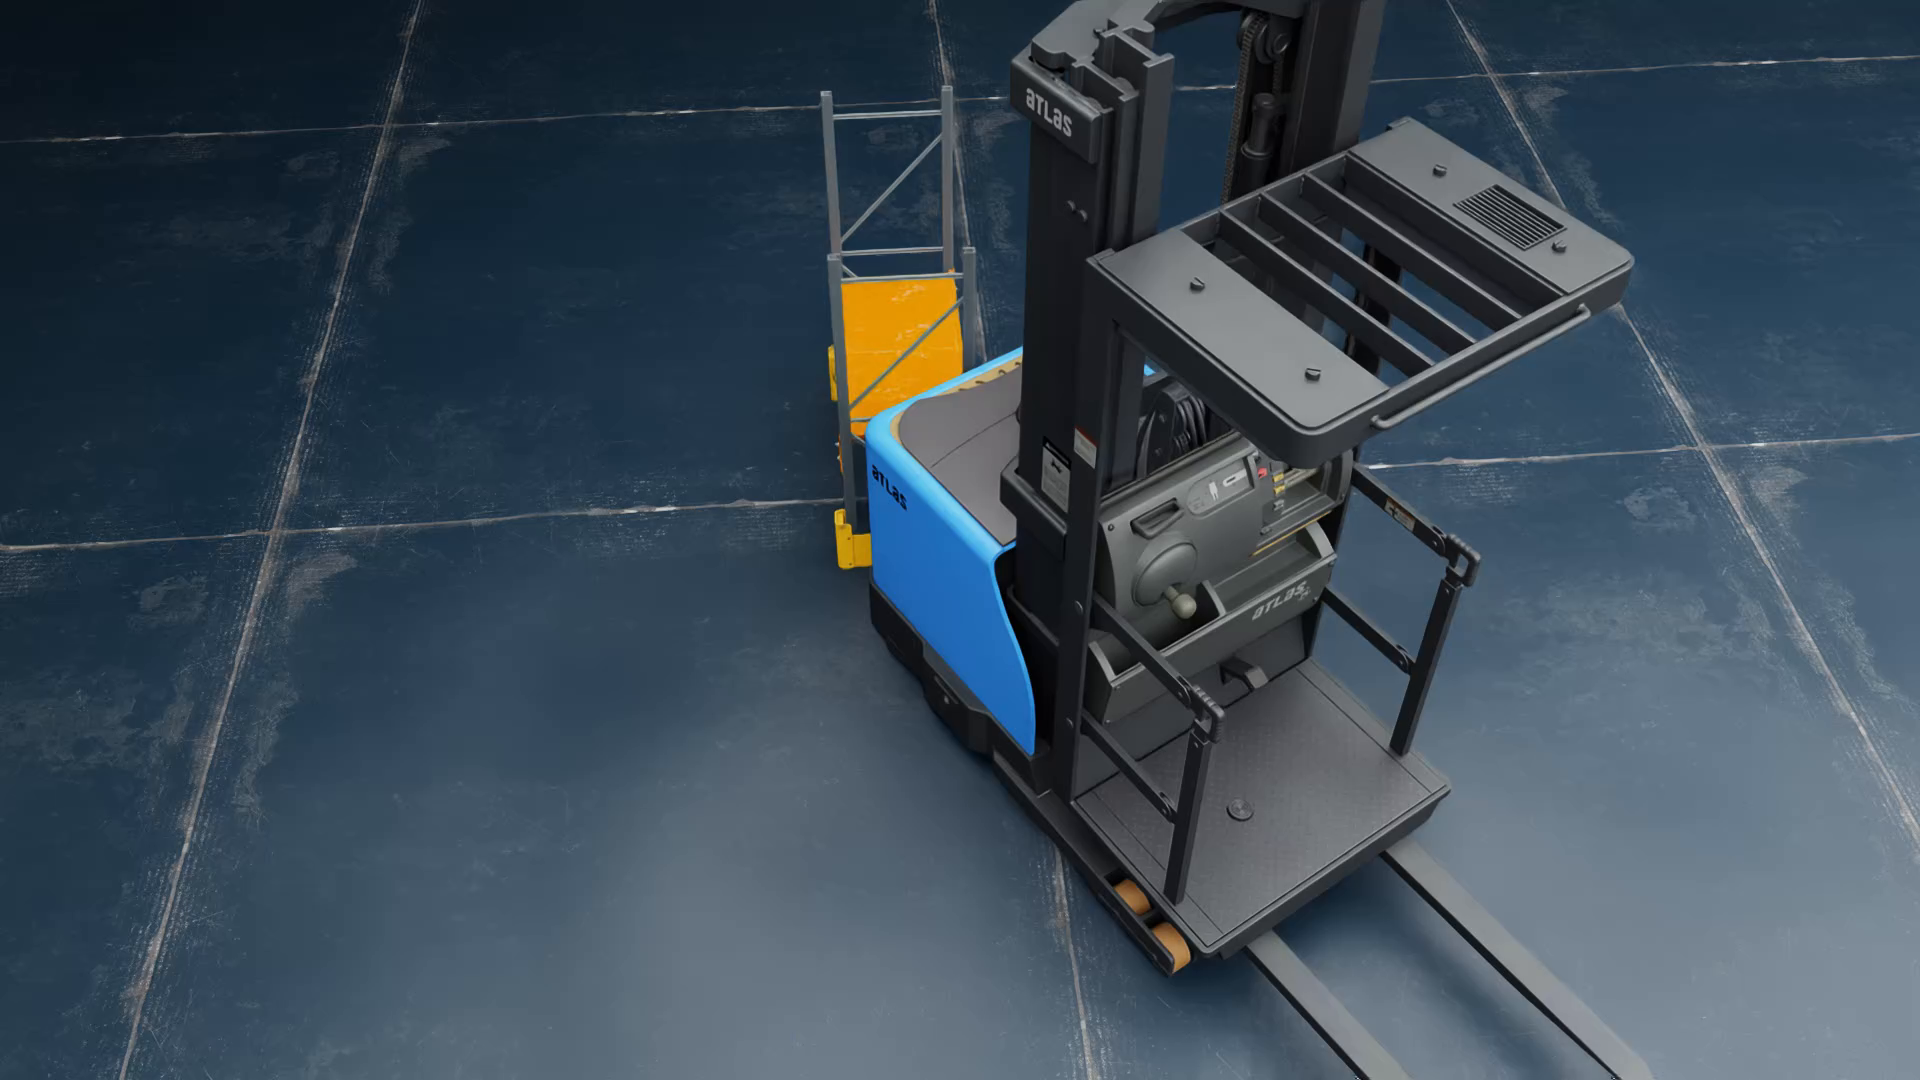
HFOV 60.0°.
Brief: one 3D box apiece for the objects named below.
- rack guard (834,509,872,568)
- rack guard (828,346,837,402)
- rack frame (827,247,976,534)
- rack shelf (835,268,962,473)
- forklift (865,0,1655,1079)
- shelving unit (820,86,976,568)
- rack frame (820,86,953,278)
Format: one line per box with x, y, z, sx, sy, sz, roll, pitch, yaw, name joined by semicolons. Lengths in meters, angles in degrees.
-0.197;-0.020;6.597;0.587;0.250;0.087;-3;47;-3;rack guard
-0.277;-0.741;7.280;0.587;0.250;0.087;-3;47;-3;rack guard
-0.197;-0.449;6.142;0.500;1.500;0.032;-3;47;-3;rack frame
-0.238;-0.693;6.622;0.538;0.185;1.000;-3;47;-3;rack shelf
0.917;-0.007;4.738;1.130;2.935;3.031;-27;52;-23;forklift
-0.237;-0.811;6.485;0.587;1.500;1.083;-3;47;-3;shelving unit
-0.278;-1.185;6.839;0.500;1.500;0.032;-3;47;-3;rack frame
